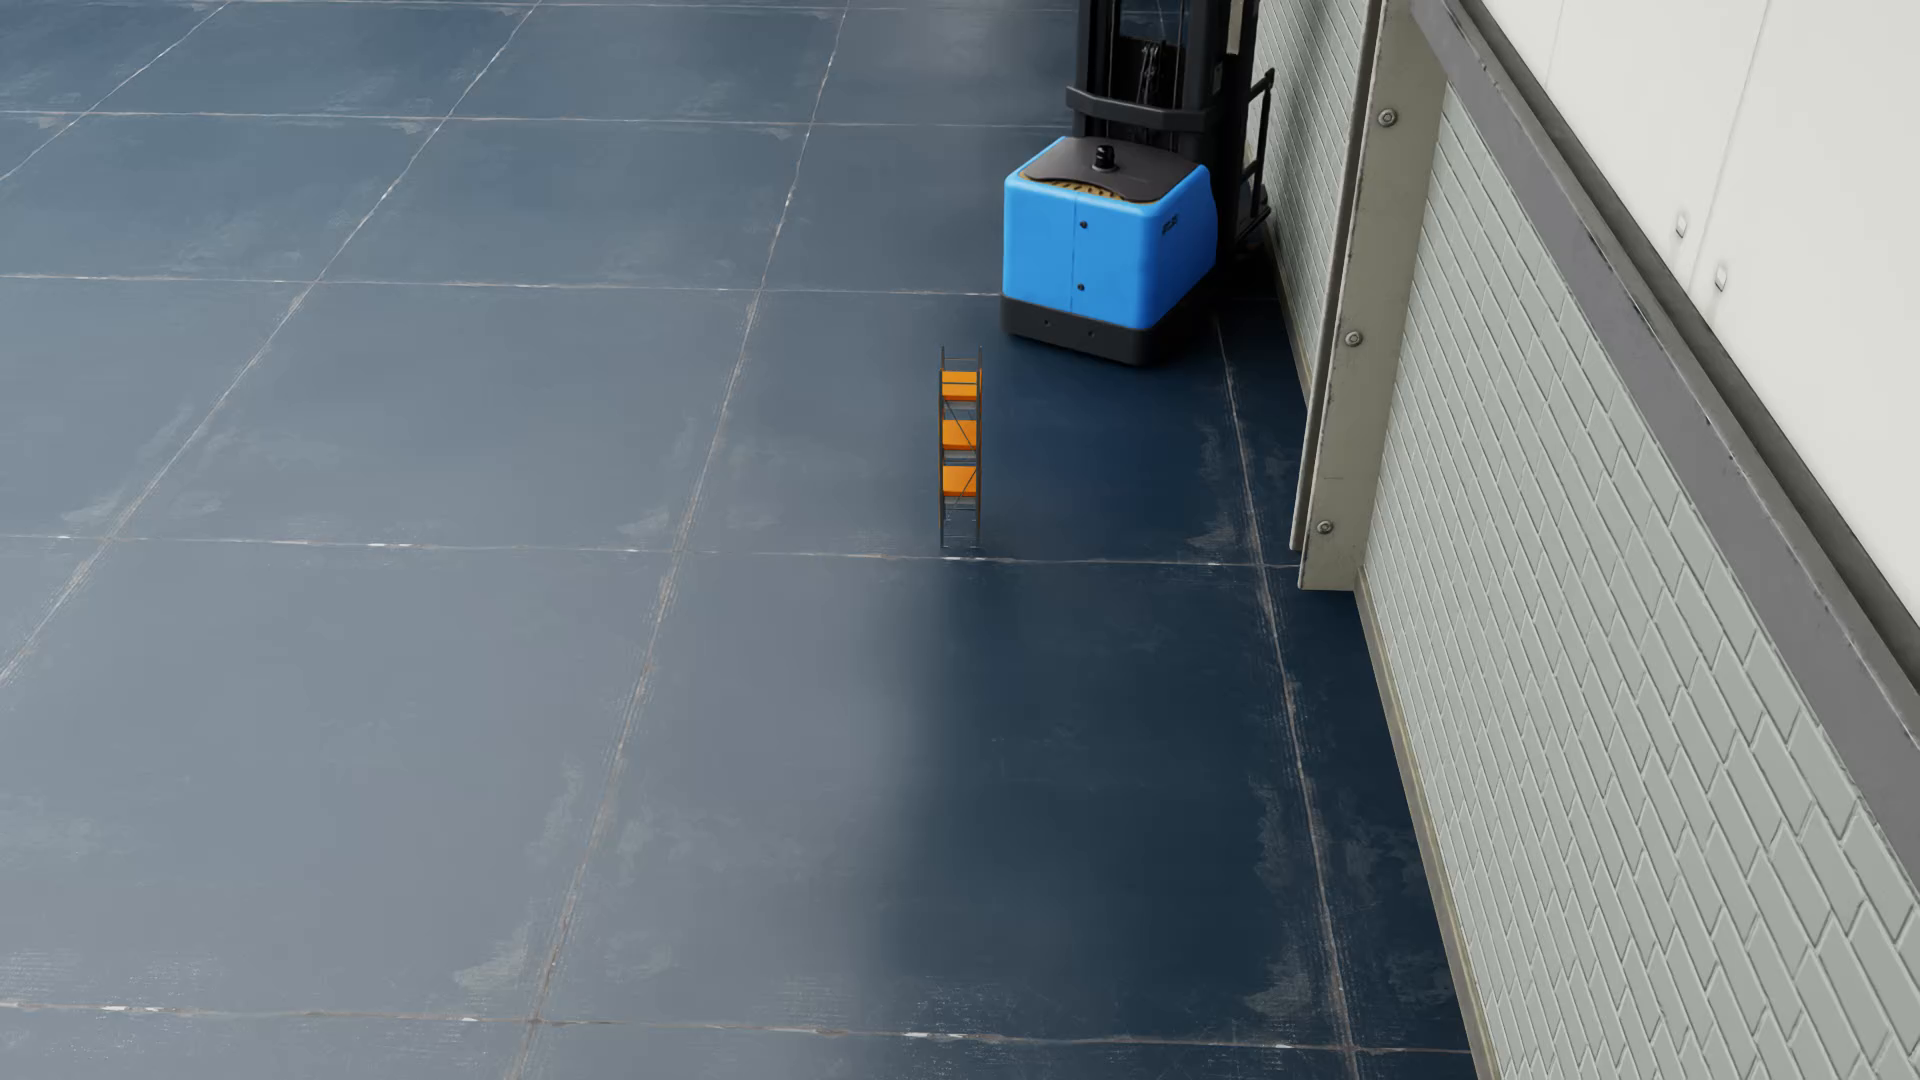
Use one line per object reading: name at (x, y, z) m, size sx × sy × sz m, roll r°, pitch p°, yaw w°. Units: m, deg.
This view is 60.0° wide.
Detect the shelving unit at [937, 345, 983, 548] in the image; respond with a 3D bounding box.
shelving unit at (0.002, -0.460, 8.438) m, size 0.215 × 1.050 × 0.252 m, roll 1°, pitch 35°, yaw 2°

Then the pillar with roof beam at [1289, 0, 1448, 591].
pillar with roof beam at (-2.438, -3.645, 6.055) m, size 9.100 × 9.000 × 0.400 m, roll 1°, pitch 35°, yaw 2°

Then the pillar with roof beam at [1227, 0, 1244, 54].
pillar with roof beam at (-2.197, -7.092, 10.960) m, size 9.100 × 9.000 × 0.400 m, roll 1°, pitch 35°, yaw 2°

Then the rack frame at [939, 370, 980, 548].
rack frame at (-0.003, -0.390, 8.338) m, size 0.200 × 1.050 × 0.008 m, roll 1°, pitch 35°, yaw 2°

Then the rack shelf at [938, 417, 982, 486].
rack shelf at (0.002, -0.452, 8.444) m, size 0.215 × 0.259 × 0.240 m, roll 1°, pitch 35°, yaw 2°

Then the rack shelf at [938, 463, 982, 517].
rack shelf at (0.002, -0.224, 8.603) m, size 0.215 × 0.259 × 0.240 m, roll 1°, pitch 35°, yaw 2°

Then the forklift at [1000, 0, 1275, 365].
forklift at (1.413, -3.081, 10.531) m, size 1.130 × 2.935 × 3.031 m, roll 18°, pitch 39°, yaw 24°

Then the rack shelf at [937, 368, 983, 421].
rack shelf at (0.002, -0.684, 8.280) m, size 0.215 × 0.259 × 0.240 m, roll 1°, pitch 35°, yaw 2°

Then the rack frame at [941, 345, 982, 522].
rack frame at (0.007, -0.530, 8.537) m, size 0.200 × 1.050 × 0.008 m, roll 1°, pitch 35°, yaw 2°
